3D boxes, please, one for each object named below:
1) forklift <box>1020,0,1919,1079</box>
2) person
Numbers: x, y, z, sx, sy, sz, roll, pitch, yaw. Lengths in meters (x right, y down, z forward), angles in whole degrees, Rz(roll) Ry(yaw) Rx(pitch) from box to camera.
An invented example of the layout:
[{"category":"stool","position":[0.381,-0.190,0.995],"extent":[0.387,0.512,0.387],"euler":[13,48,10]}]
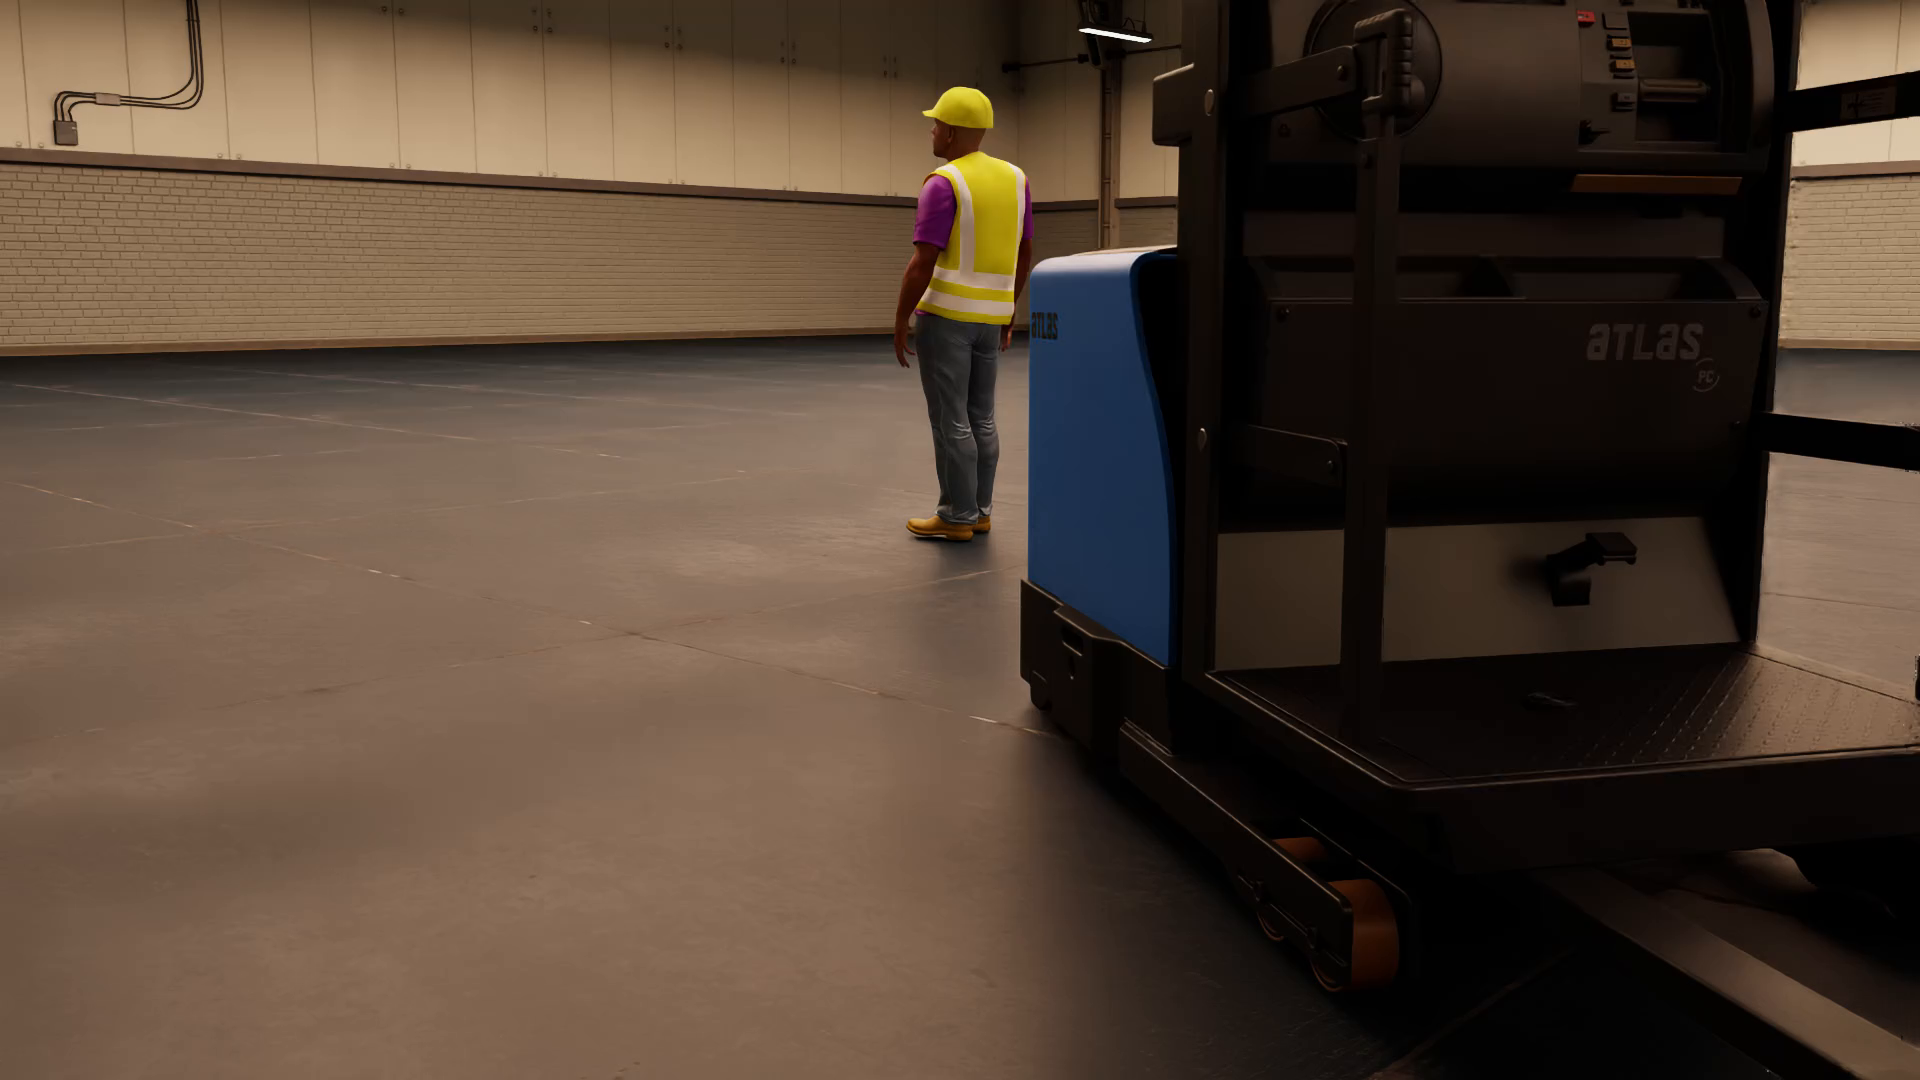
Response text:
[{"category":"forklift","position":[0.986,-0.859,2.576],"extent":[1.130,2.935,3.031],"euler":[-2,9,-13]},{"category":"person","position":[-0.046,-0.888,6.636],"extent":[0.577,1.765,0.666],"euler":[8,12,43]}]
